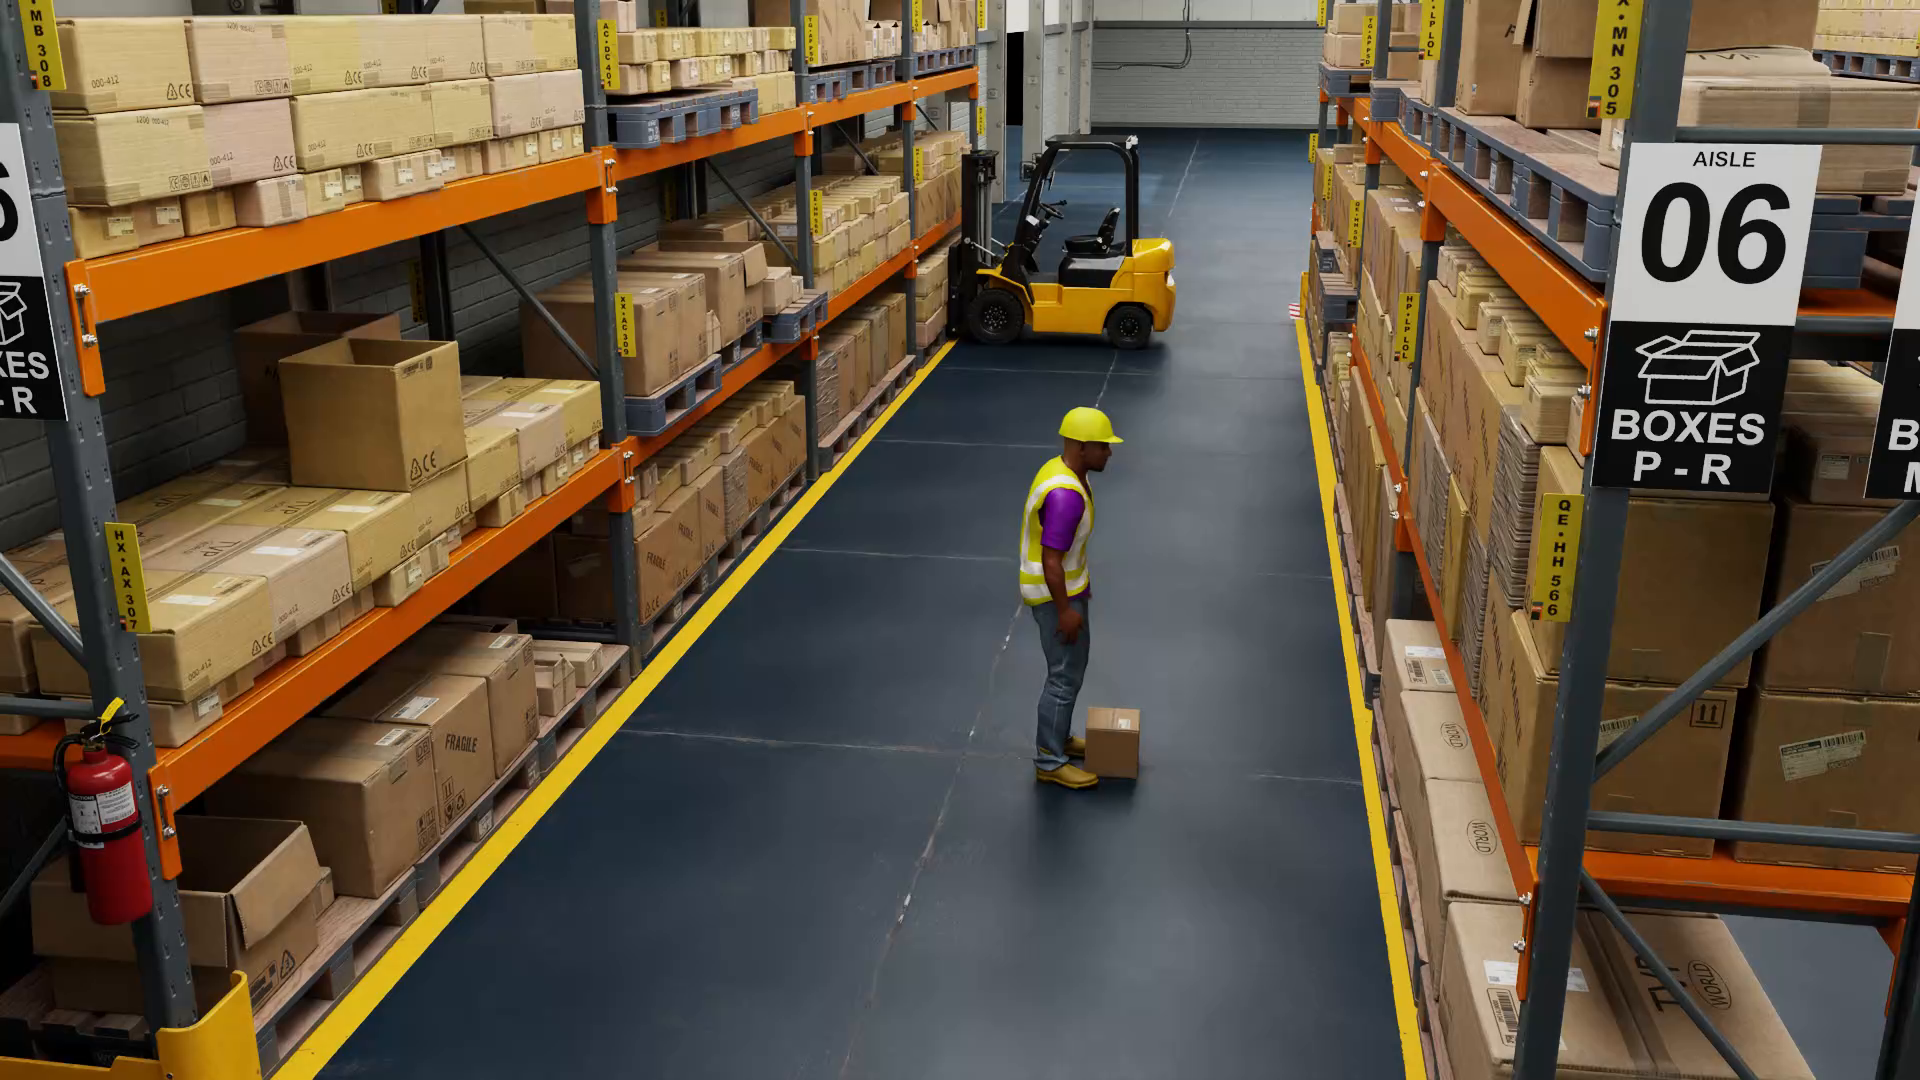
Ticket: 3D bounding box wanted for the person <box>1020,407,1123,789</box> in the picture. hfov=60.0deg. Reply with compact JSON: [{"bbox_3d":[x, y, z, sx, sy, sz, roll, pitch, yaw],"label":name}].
[{"bbox_3d":[0.508,0.245,7.757,0.459,1.761,0.626,3,18,9],"label":"person"}]
